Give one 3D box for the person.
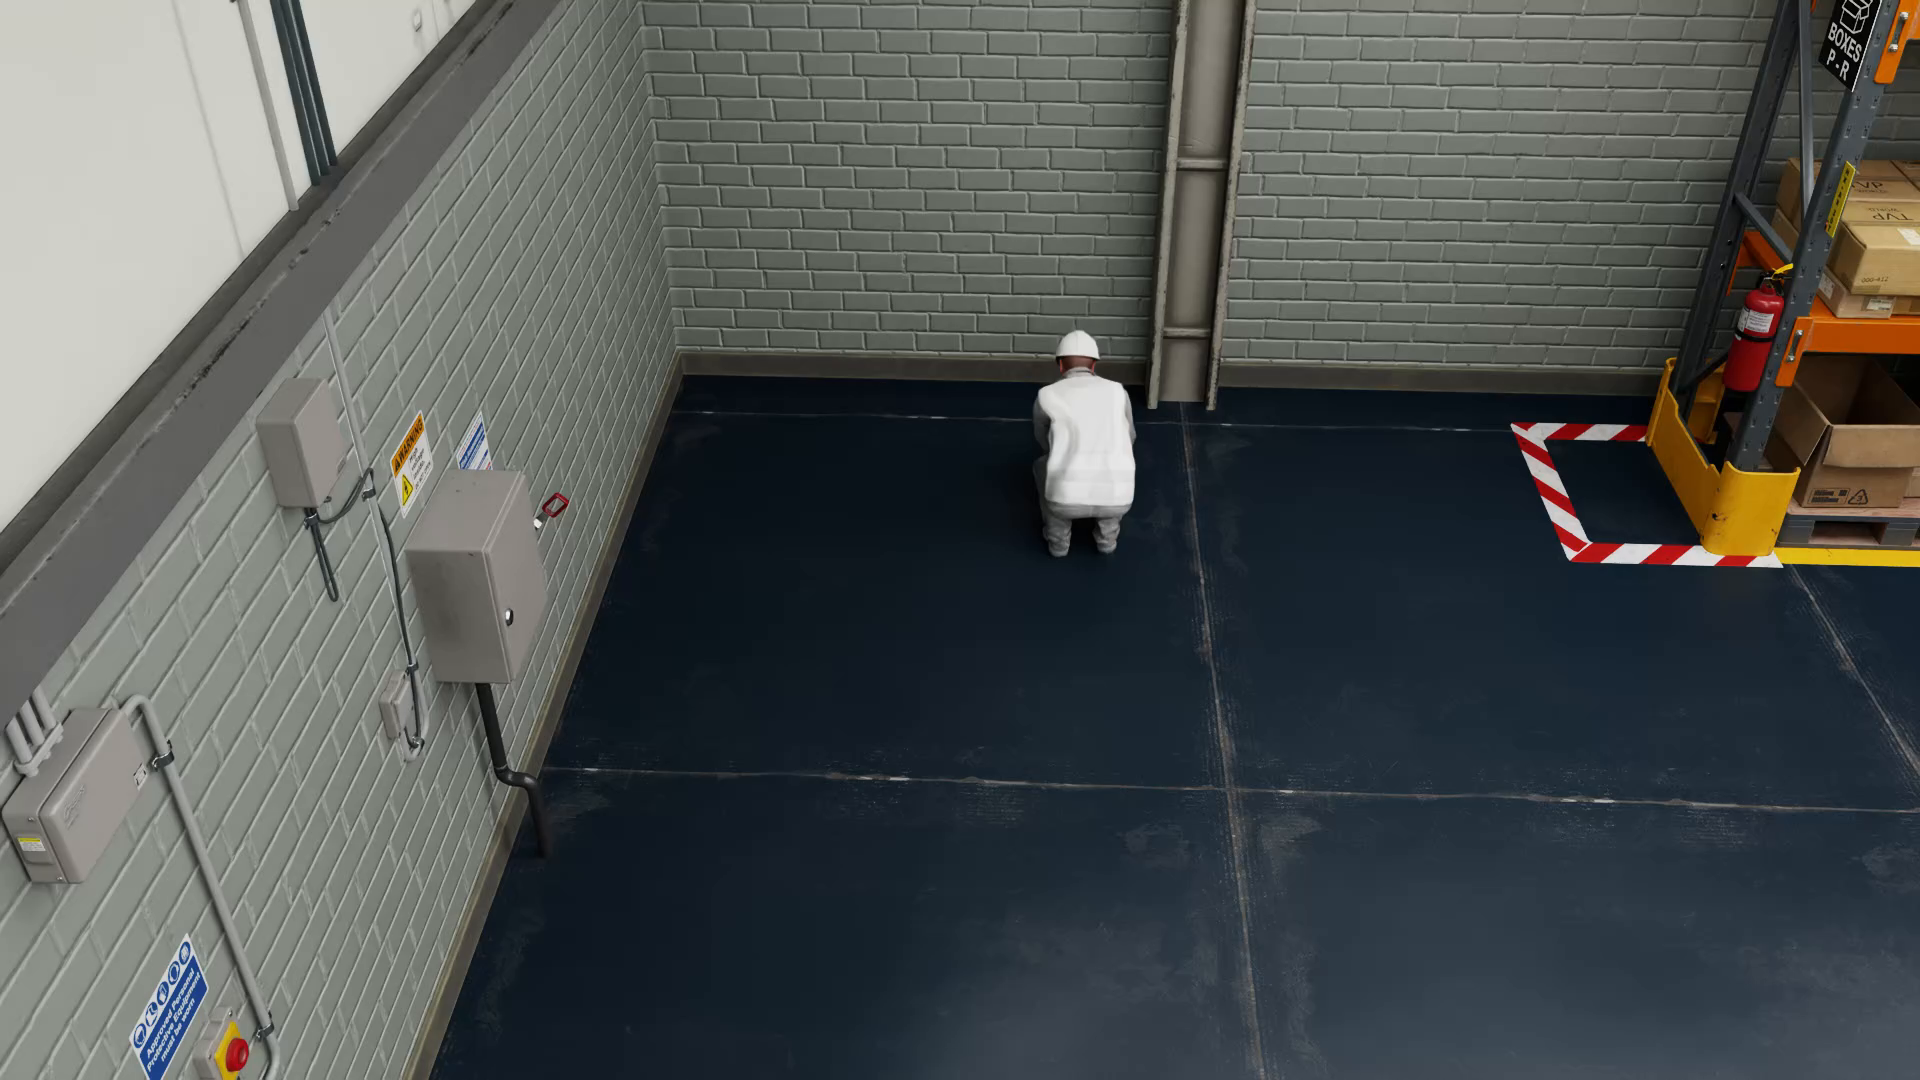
[{"bbox_3d":[0.632,-0.463,8.411,0.537,1.011,0.848,1,35,2],"label":"person"}]
